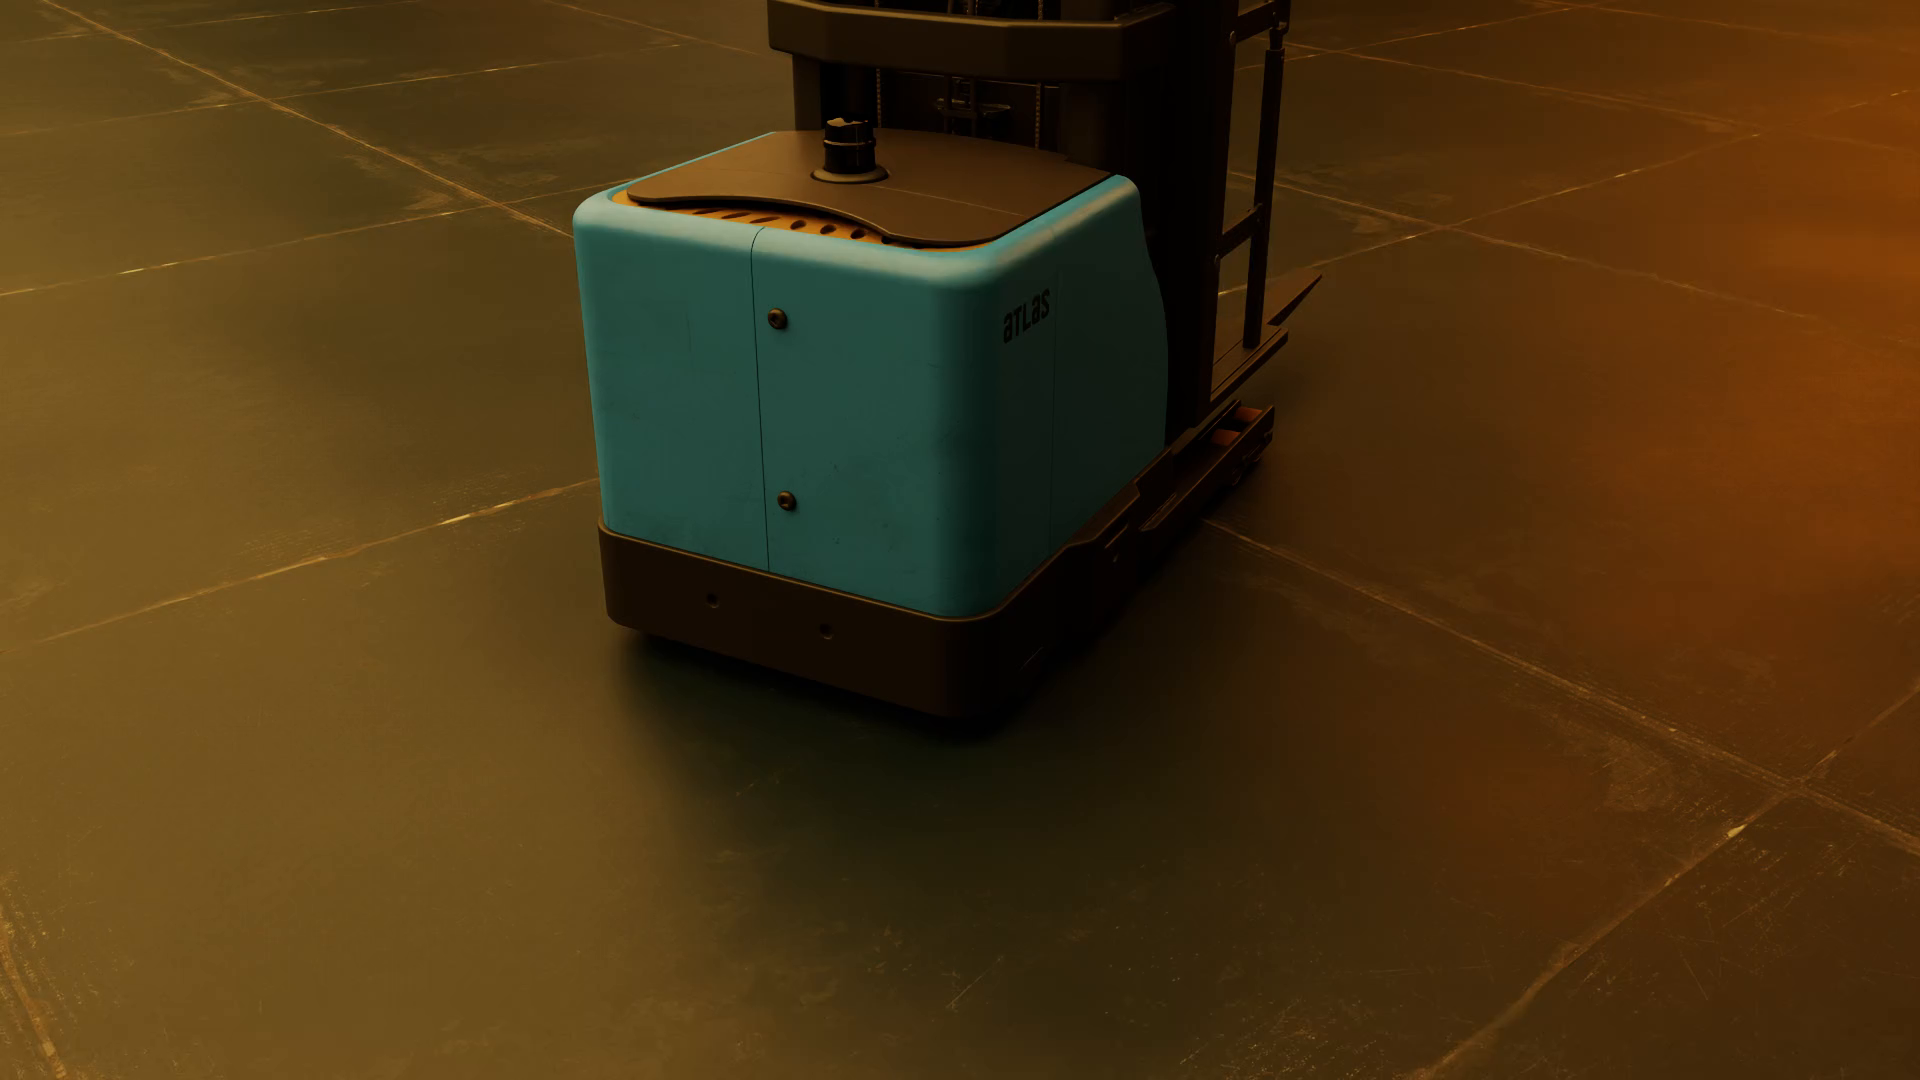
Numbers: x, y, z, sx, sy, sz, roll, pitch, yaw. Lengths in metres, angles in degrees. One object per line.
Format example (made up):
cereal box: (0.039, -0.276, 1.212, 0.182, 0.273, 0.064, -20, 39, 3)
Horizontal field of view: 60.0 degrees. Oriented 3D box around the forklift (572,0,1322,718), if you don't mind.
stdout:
forklift: (0.285, -1.552, 4.331, 1.130, 2.935, 3.031, 13, 29, 25)
